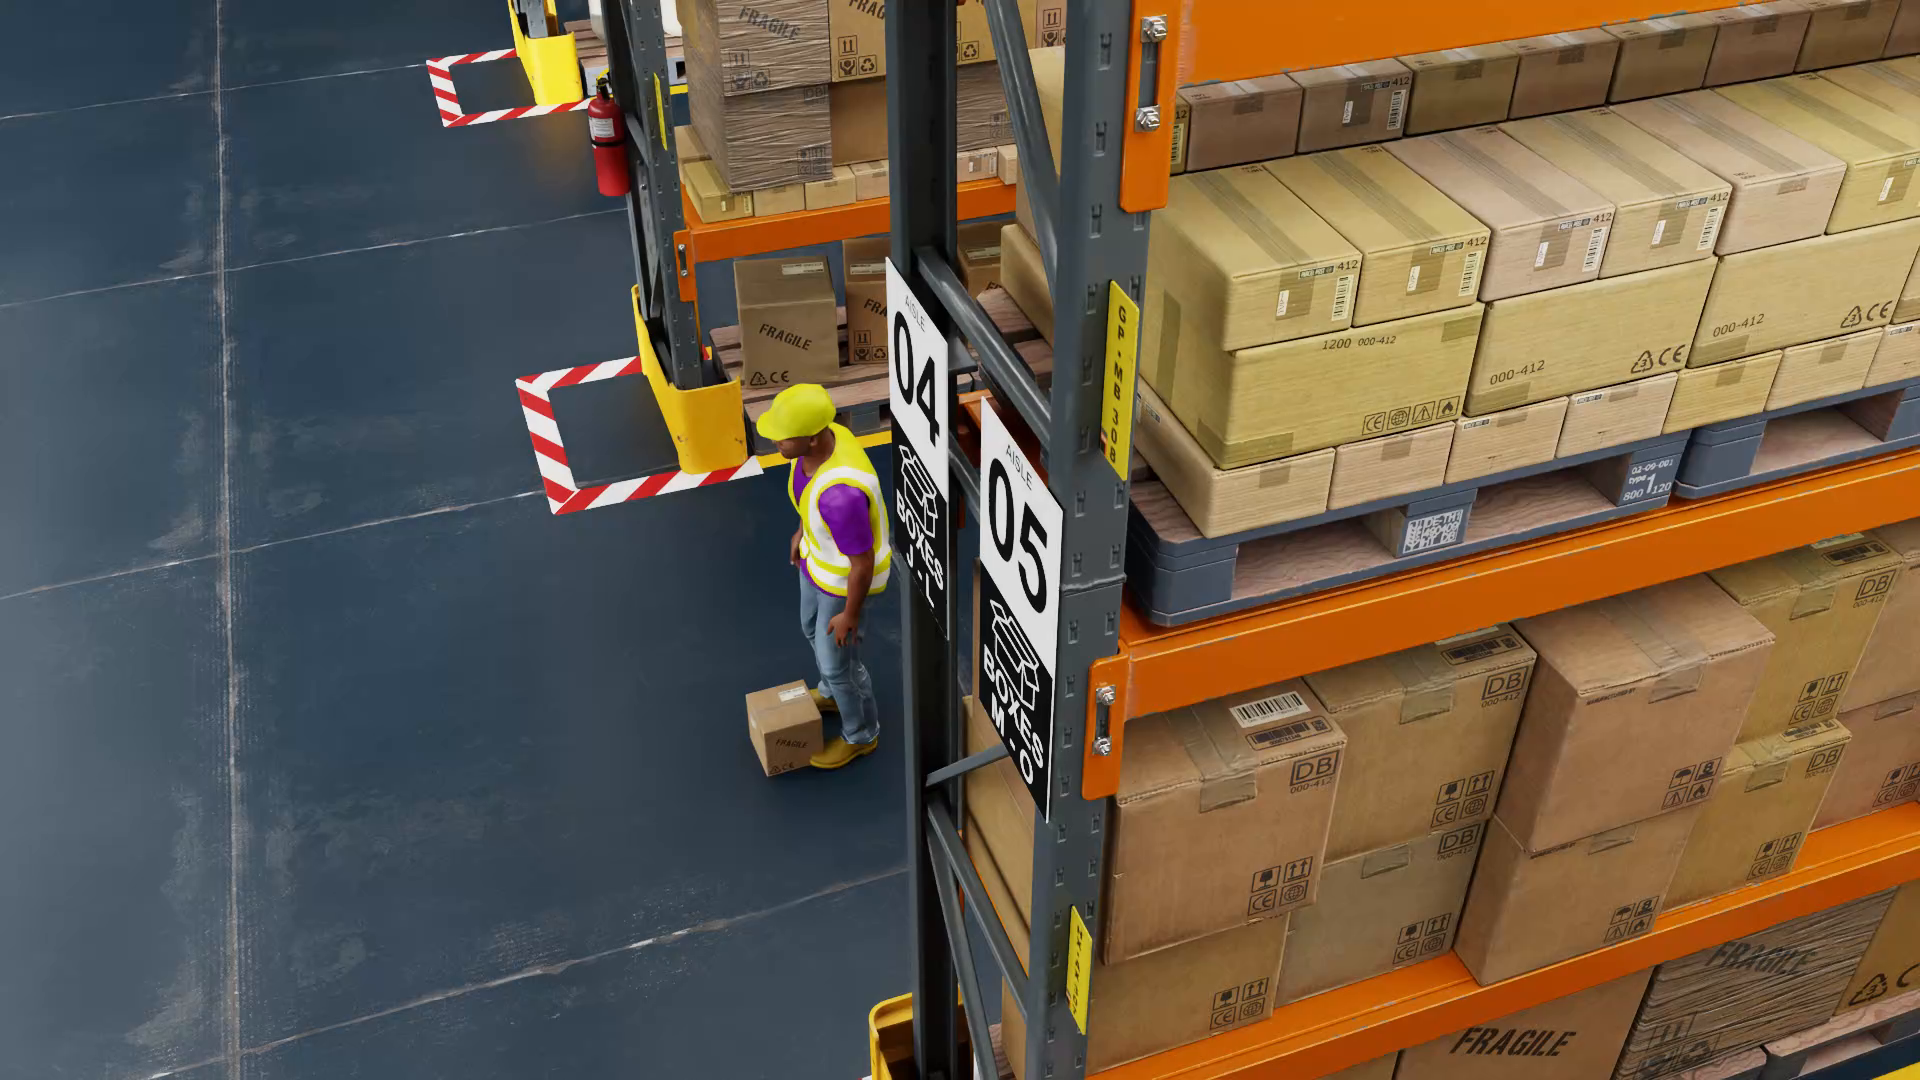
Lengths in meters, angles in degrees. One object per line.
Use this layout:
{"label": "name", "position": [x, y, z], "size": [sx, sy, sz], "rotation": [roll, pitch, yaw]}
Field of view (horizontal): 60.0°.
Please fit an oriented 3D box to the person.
{"label": "person", "position": [-0.515, 0.127, 6.474], "size": [0.463, 1.757, 0.632], "rotation": [-13, 39, -16]}
